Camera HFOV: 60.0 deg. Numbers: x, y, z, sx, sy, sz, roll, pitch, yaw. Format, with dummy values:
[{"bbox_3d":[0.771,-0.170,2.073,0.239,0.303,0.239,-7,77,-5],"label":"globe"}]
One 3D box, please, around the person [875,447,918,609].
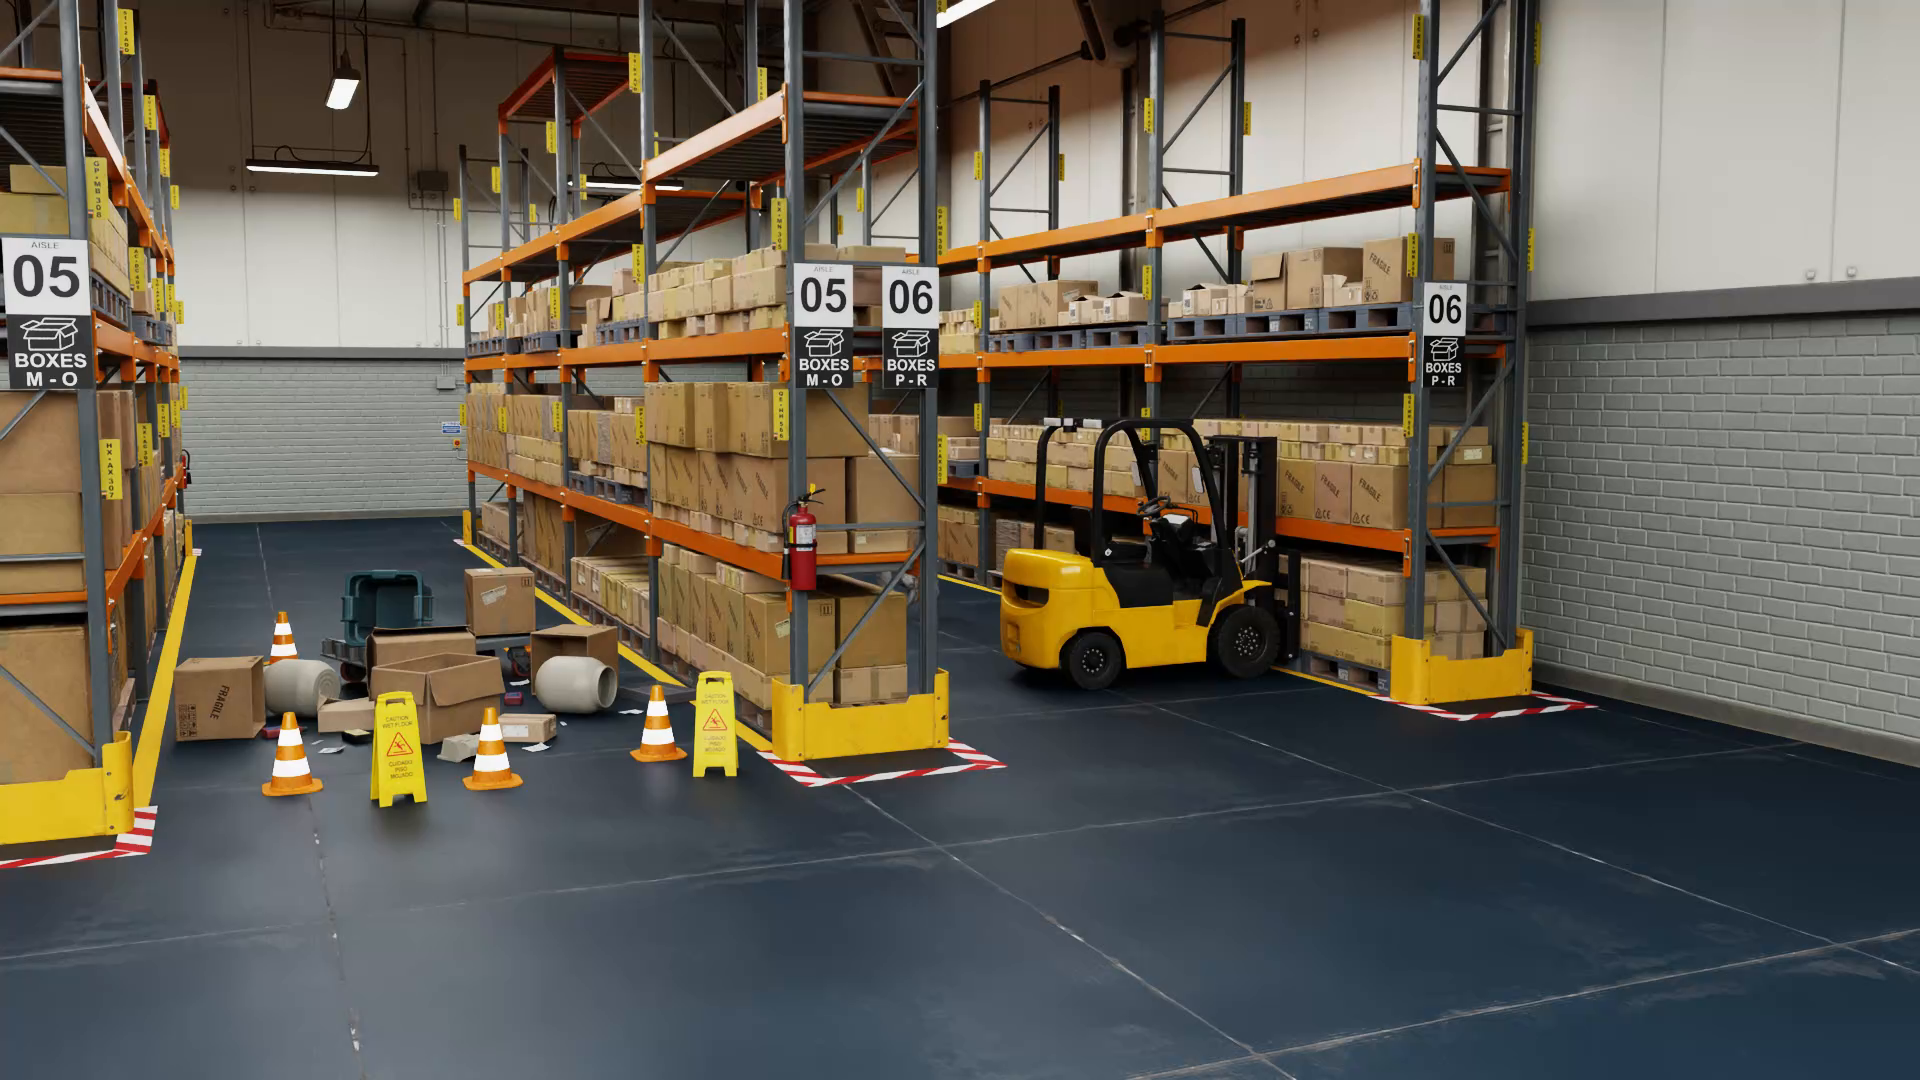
[{"bbox_3d":[-0.699,-0.091,17.454,0.604,1.761,0.629,2,6,17],"label":"person"}]
